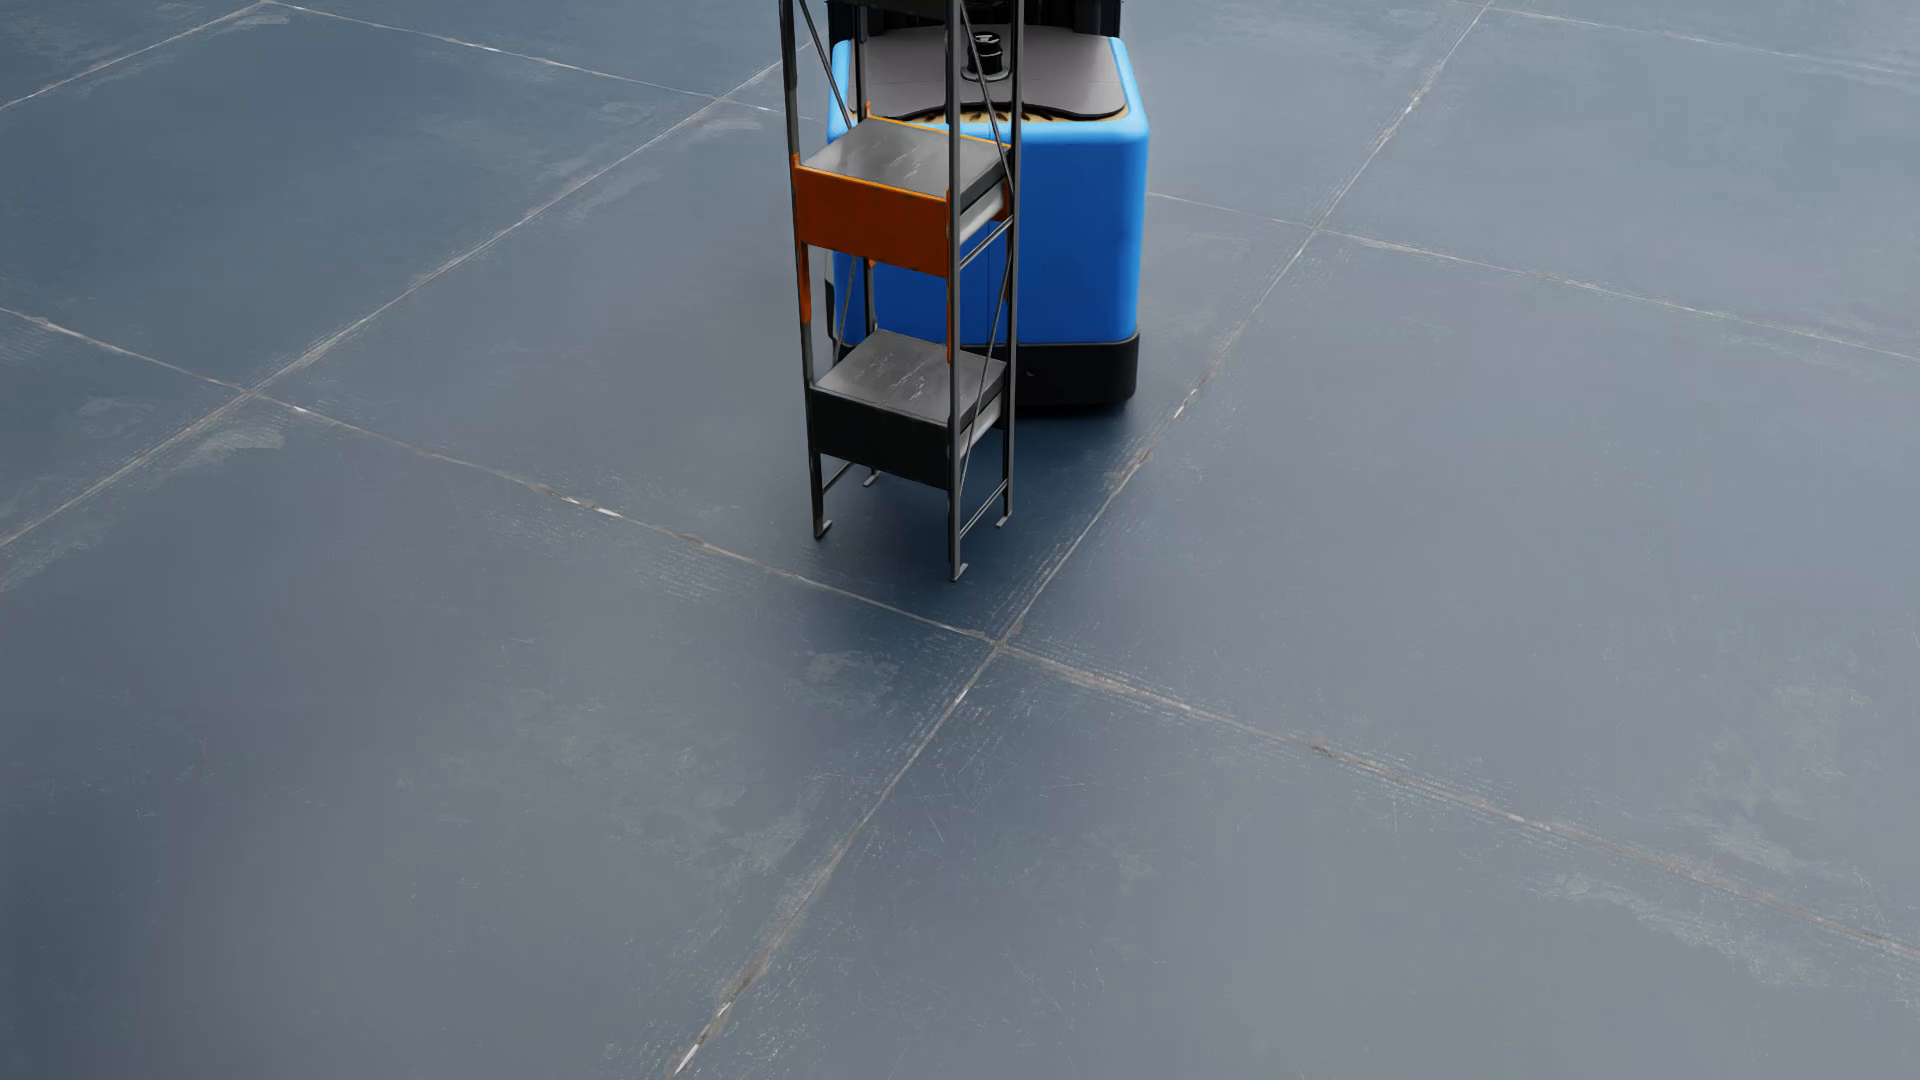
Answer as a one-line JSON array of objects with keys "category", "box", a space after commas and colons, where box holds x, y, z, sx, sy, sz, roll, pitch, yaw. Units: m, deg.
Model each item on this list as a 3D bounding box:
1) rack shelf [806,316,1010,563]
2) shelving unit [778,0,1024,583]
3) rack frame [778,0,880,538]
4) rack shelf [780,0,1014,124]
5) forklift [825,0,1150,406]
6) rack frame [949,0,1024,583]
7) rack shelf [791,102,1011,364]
[{"category": "rack shelf", "box": [-0.147, -0.314, 5.107, 0.480, 0.518, 0.431, 17, 41, 21]}, {"category": "shelving unit", "box": [-0.147, -0.882, 4.676, 0.503, 2.100, 0.431, 17, 41, 21]}, {"category": "rack frame", "box": [-0.364, -0.950, 4.765, 0.015, 2.100, 0.400, 17, 41, 21]}, {"category": "rack shelf", "box": [-0.147, -1.429, 4.261, 0.480, 0.518, 0.431, 17, 41, 21]}, {"category": "forklift", "box": [0.043, -2.486, 6.101, 1.130, 2.935, 3.031, -1, 37, -2]}, {"category": "rack frame", "box": [0.070, -0.815, 4.586, 0.015, 2.100, 0.400, 17, 41, 21]}, {"category": "rack shelf", "box": [-0.147, -0.872, 4.684, 0.480, 0.518, 0.431, 17, 41, 21]}]
